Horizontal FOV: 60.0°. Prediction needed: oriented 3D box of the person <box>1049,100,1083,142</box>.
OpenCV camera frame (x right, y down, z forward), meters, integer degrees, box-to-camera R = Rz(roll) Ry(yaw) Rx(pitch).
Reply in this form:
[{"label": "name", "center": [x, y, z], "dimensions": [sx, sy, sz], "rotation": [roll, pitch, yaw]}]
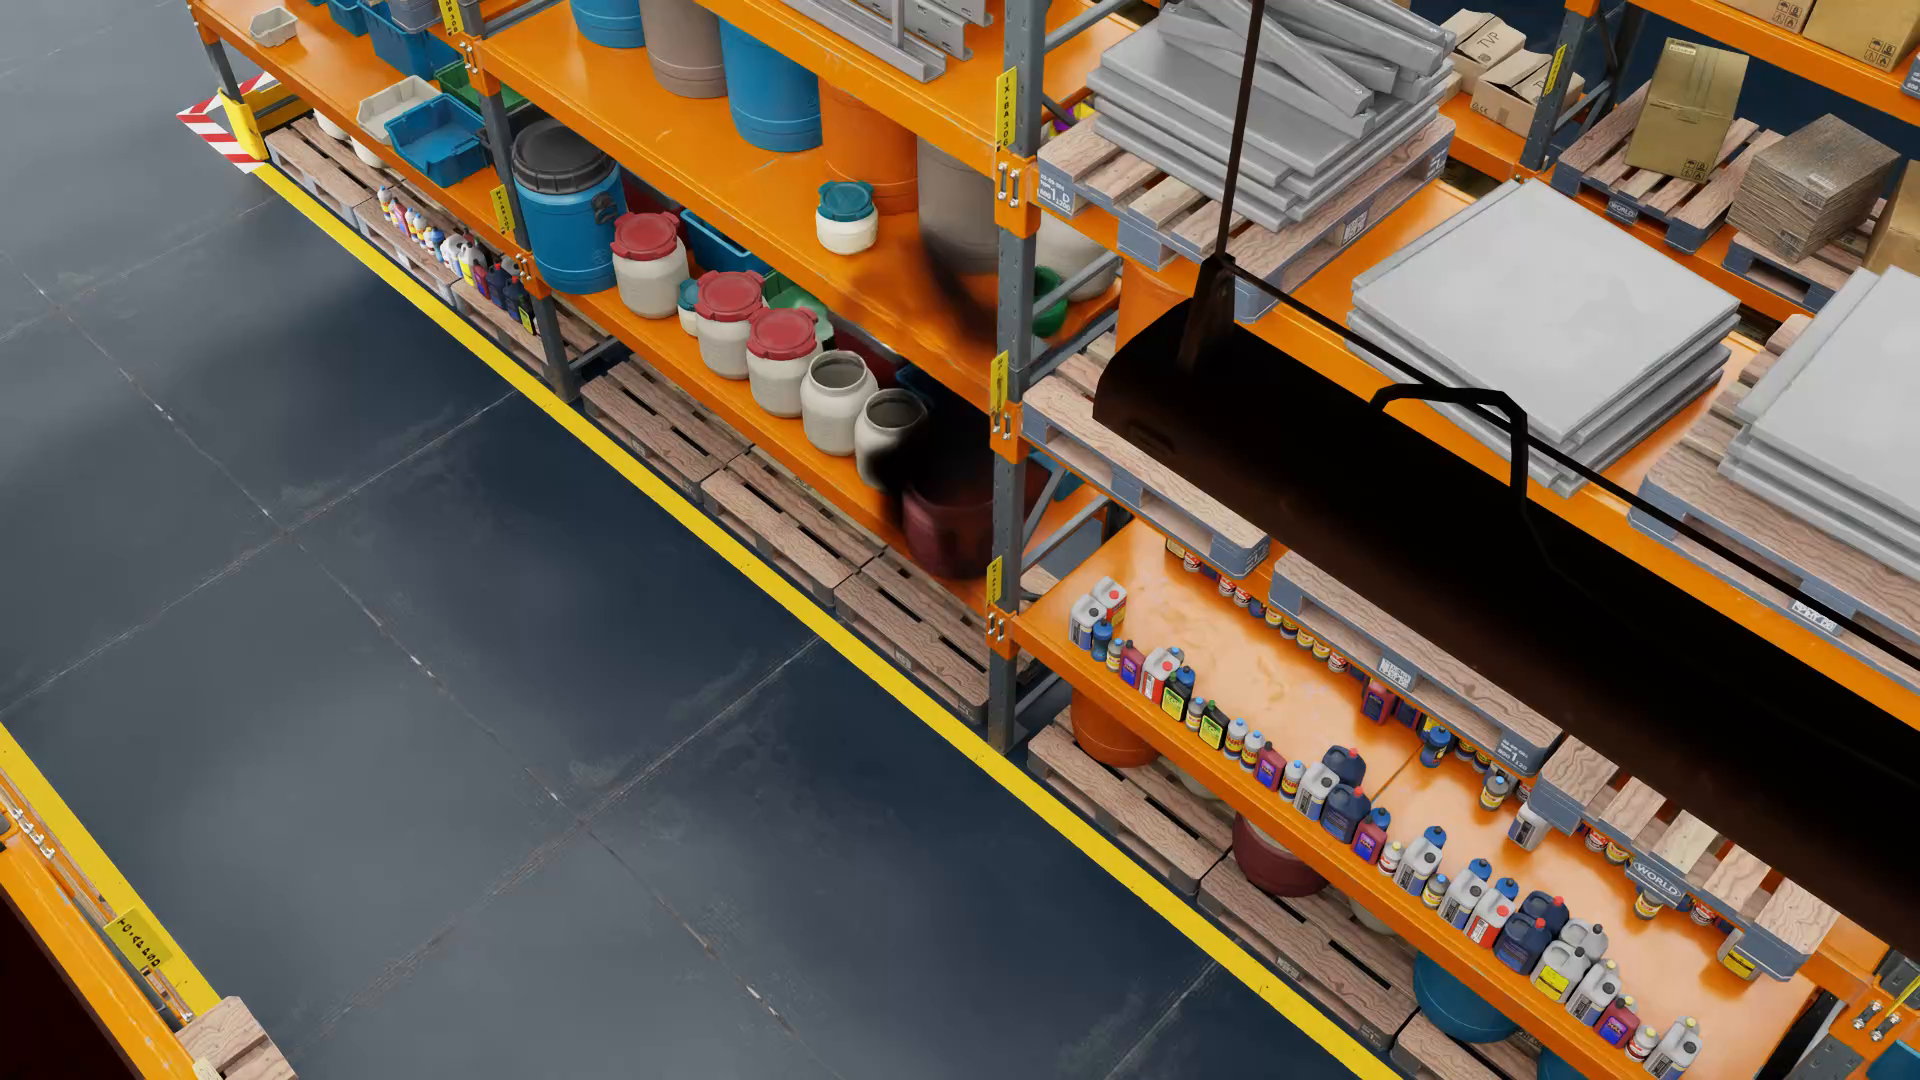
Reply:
[{"label": "person", "center": [0.710, -2.652, 11.118], "dimensions": [0.712, 1.728, 0.708], "rotation": [16, 52, 13]}]
